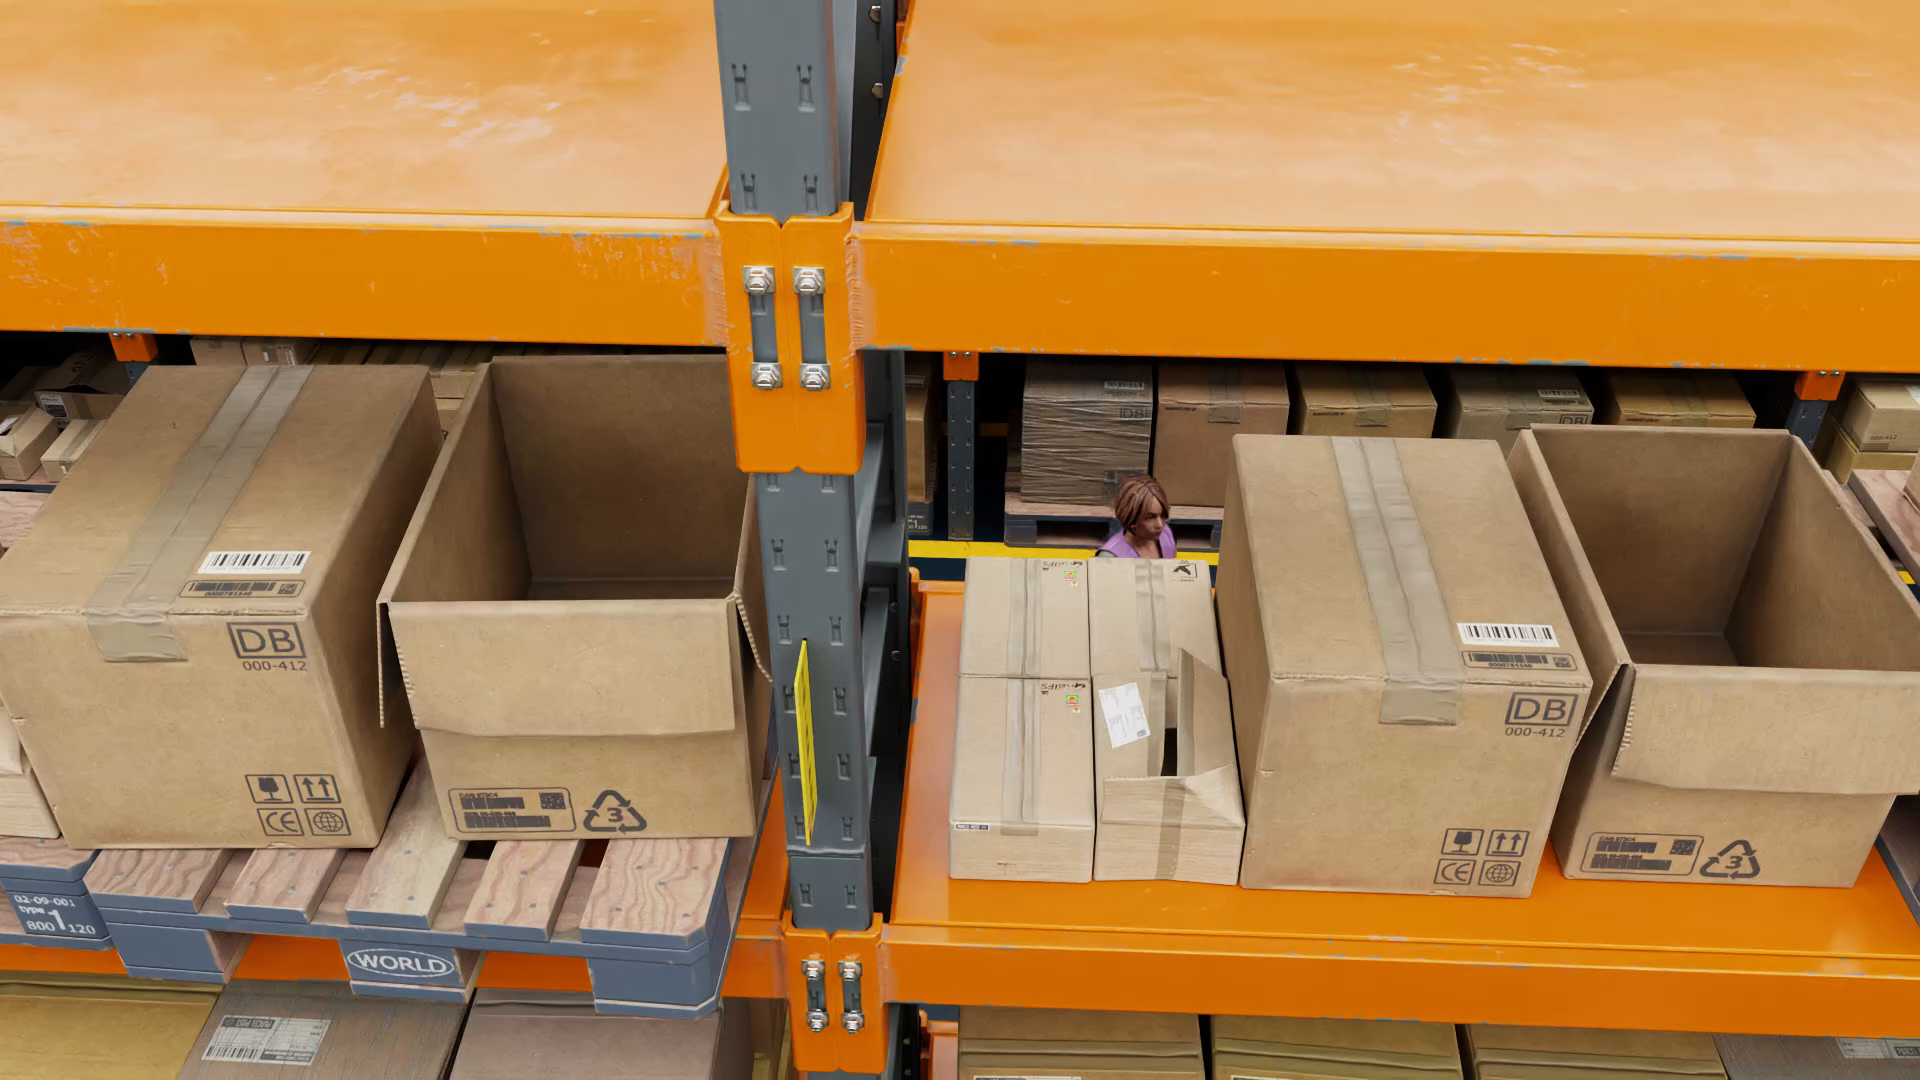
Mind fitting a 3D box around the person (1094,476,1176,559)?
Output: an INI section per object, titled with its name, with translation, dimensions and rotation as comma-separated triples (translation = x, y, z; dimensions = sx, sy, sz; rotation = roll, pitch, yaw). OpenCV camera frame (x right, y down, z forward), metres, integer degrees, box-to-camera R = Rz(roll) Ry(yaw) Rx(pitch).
[person]
translation = 0.712, 0.468, 6.501
dimensions = 0.442, 1.520, 0.917
rotation = -23, 42, -28
